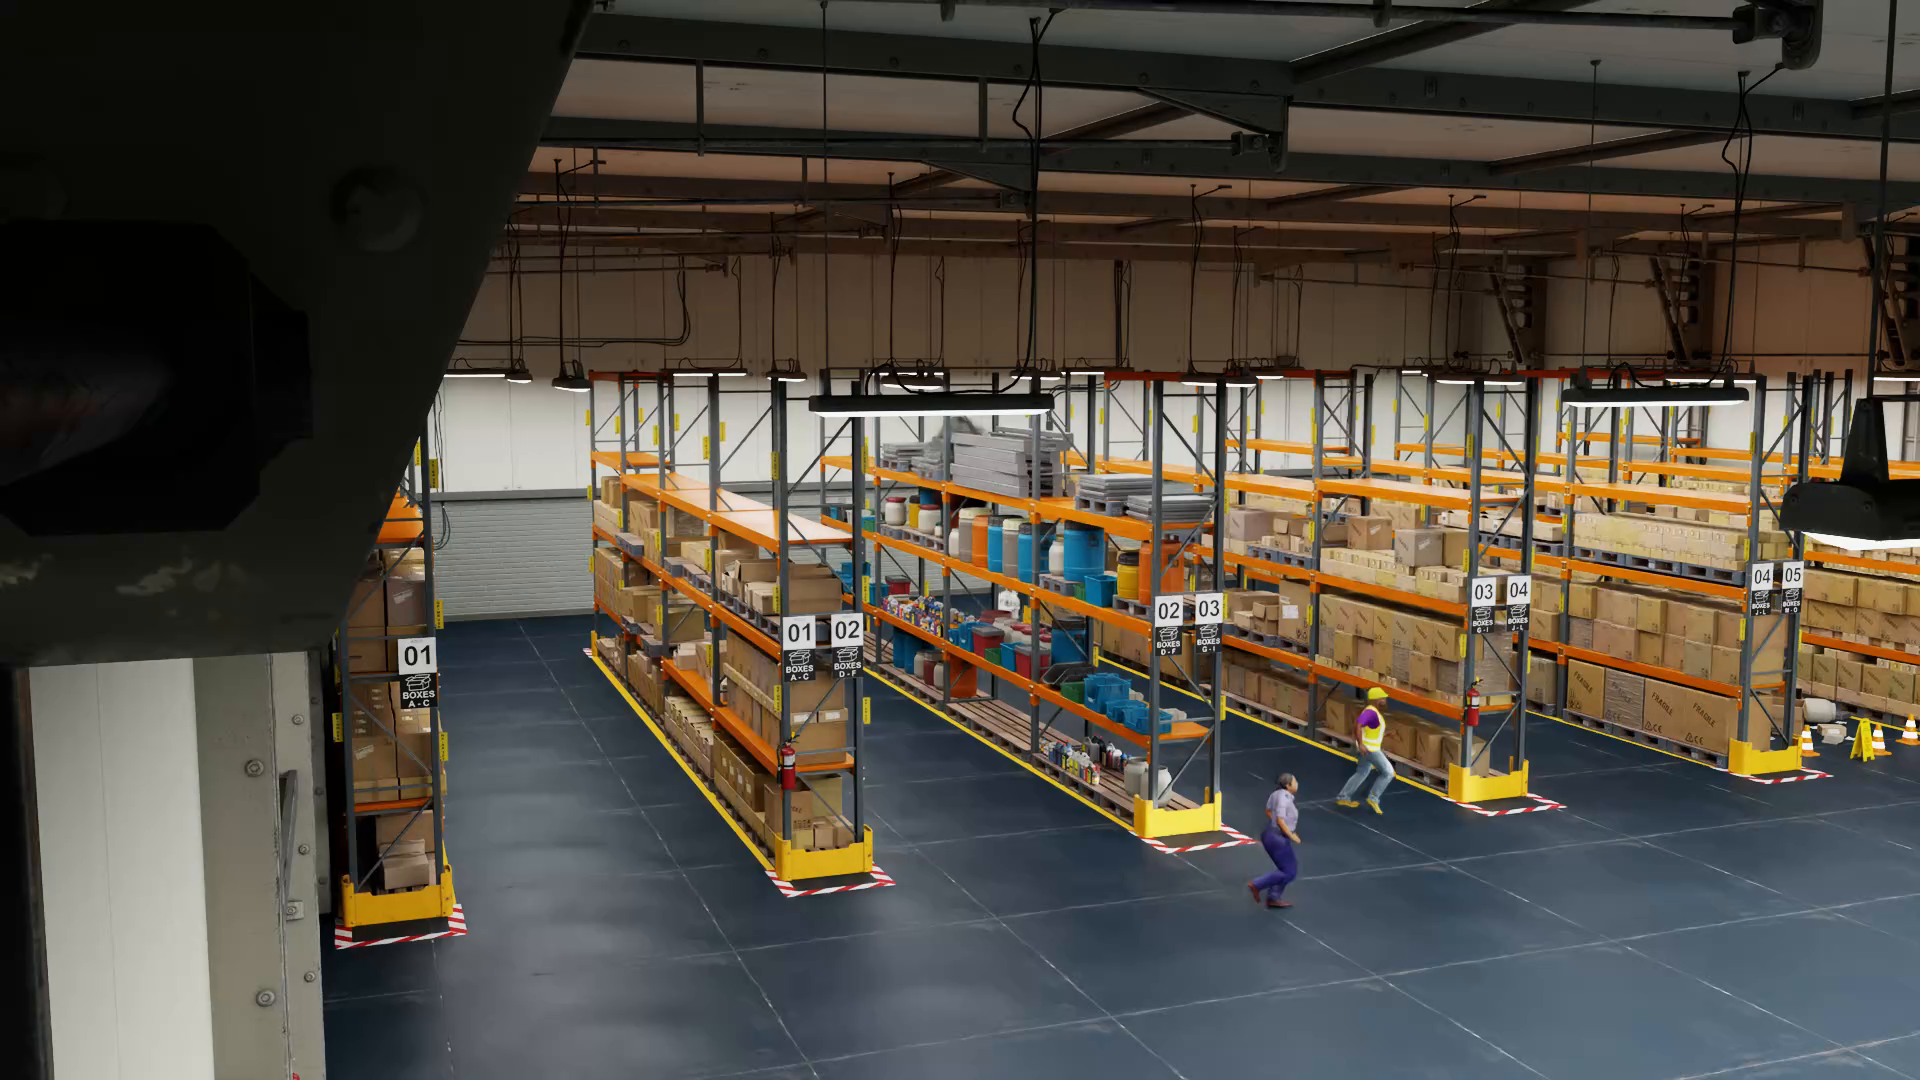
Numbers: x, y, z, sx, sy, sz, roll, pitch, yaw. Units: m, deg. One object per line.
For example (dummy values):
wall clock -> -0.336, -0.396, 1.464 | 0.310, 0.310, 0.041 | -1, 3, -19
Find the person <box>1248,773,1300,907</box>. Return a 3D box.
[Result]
person -> 3.584, 3.482, 19.025 | 0.593, 1.496, 0.592 | 0, 6, 0

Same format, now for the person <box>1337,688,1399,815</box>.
person -> 5.654, 2.915, 22.993 | 0.837, 1.774, 0.636 | 1, 6, 7

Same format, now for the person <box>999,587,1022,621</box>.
person -> 0.978, 1.600, 32.479 | 0.586, 1.793, 0.793 | -4, 7, -30

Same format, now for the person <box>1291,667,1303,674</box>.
person -> 6.615, 2.007, 31.516 | 0.684, 1.618, 1.131 | -2, 7, -16
